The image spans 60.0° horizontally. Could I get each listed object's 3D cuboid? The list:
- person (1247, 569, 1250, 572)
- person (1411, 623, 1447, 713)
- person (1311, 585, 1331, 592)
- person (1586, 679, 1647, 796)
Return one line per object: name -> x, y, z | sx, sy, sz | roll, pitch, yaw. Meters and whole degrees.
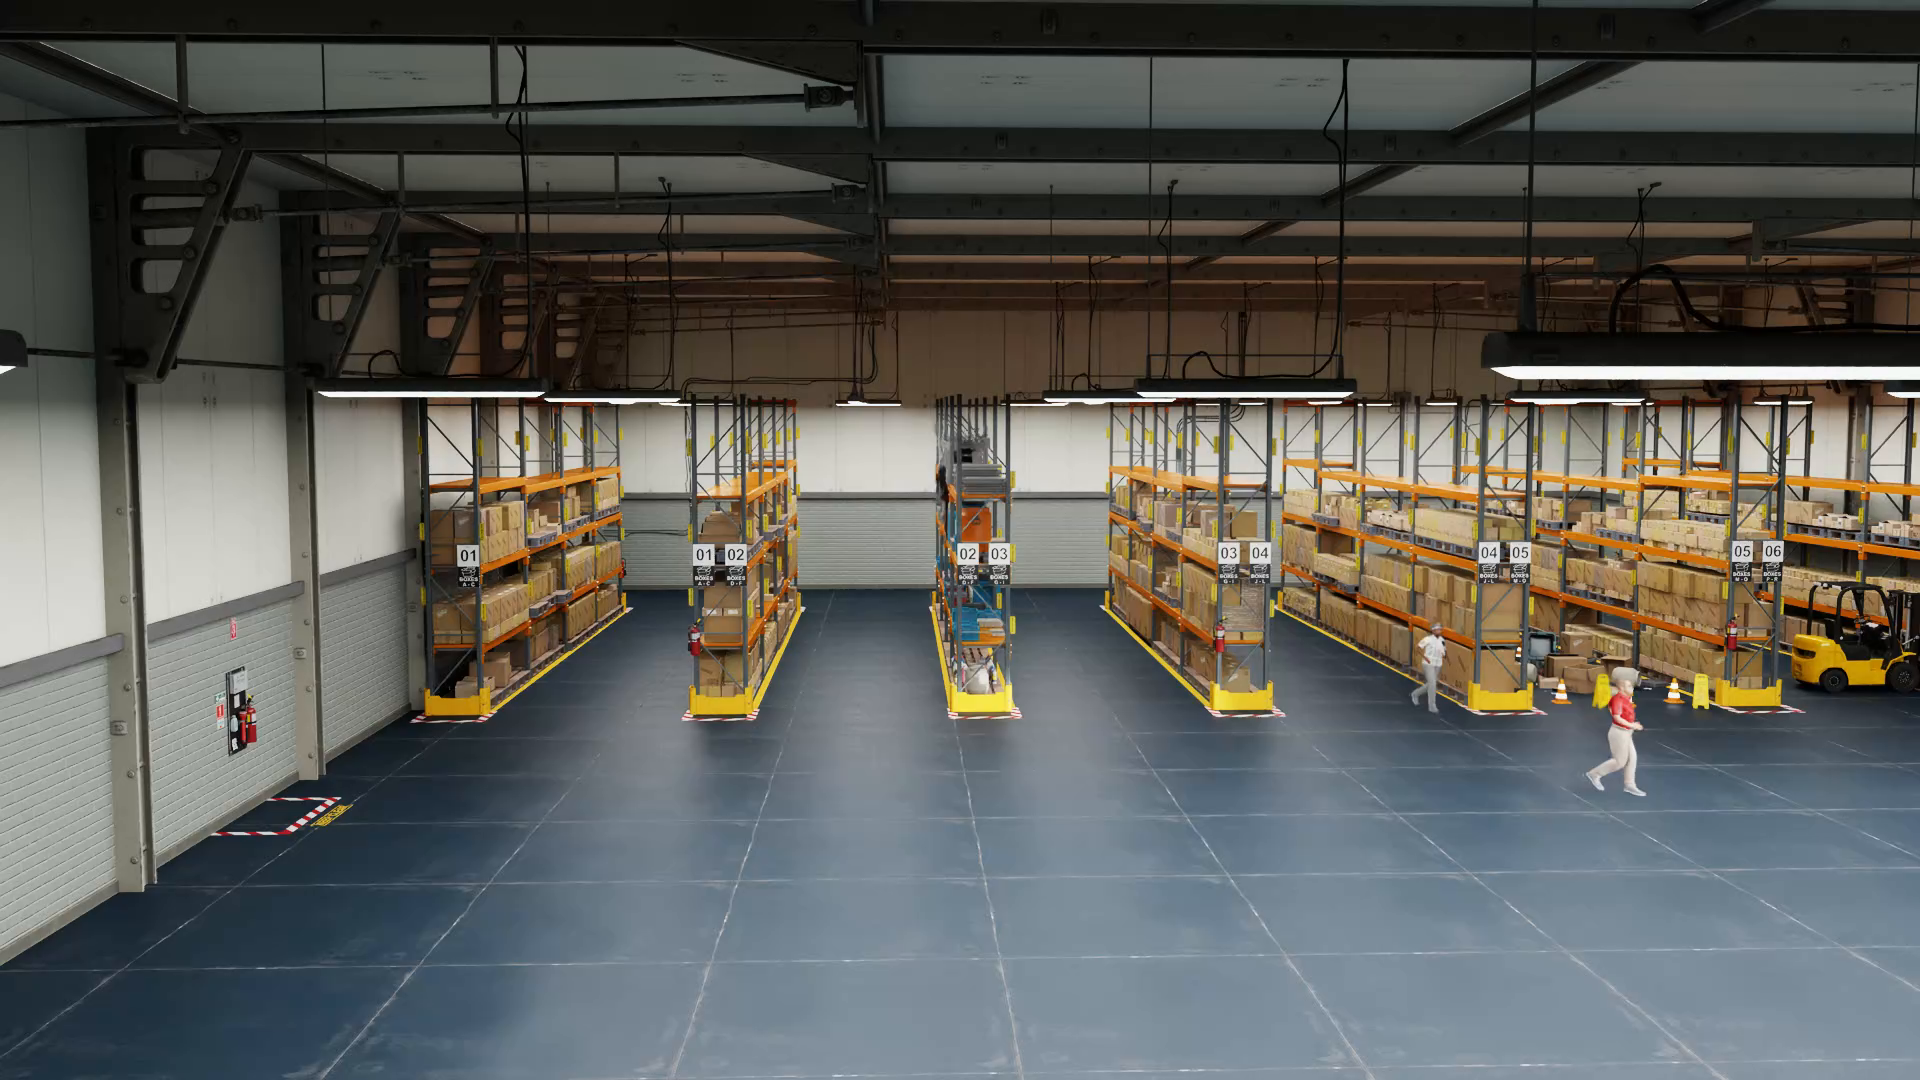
person -> 7.914, 1.192, 47.283 | 0.669, 1.615, 0.916 | 2, 5, 21
person -> 9.022, 2.414, 31.761 | 0.615, 1.709, 0.789 | -2, 5, -25
person -> 10.629, 1.038, 49.127 | 0.773, 1.657, 0.633 | 0, 4, -2
person -> 9.791, 2.924, 24.740 | 0.839, 1.741, 0.687 | 2, 5, 25
